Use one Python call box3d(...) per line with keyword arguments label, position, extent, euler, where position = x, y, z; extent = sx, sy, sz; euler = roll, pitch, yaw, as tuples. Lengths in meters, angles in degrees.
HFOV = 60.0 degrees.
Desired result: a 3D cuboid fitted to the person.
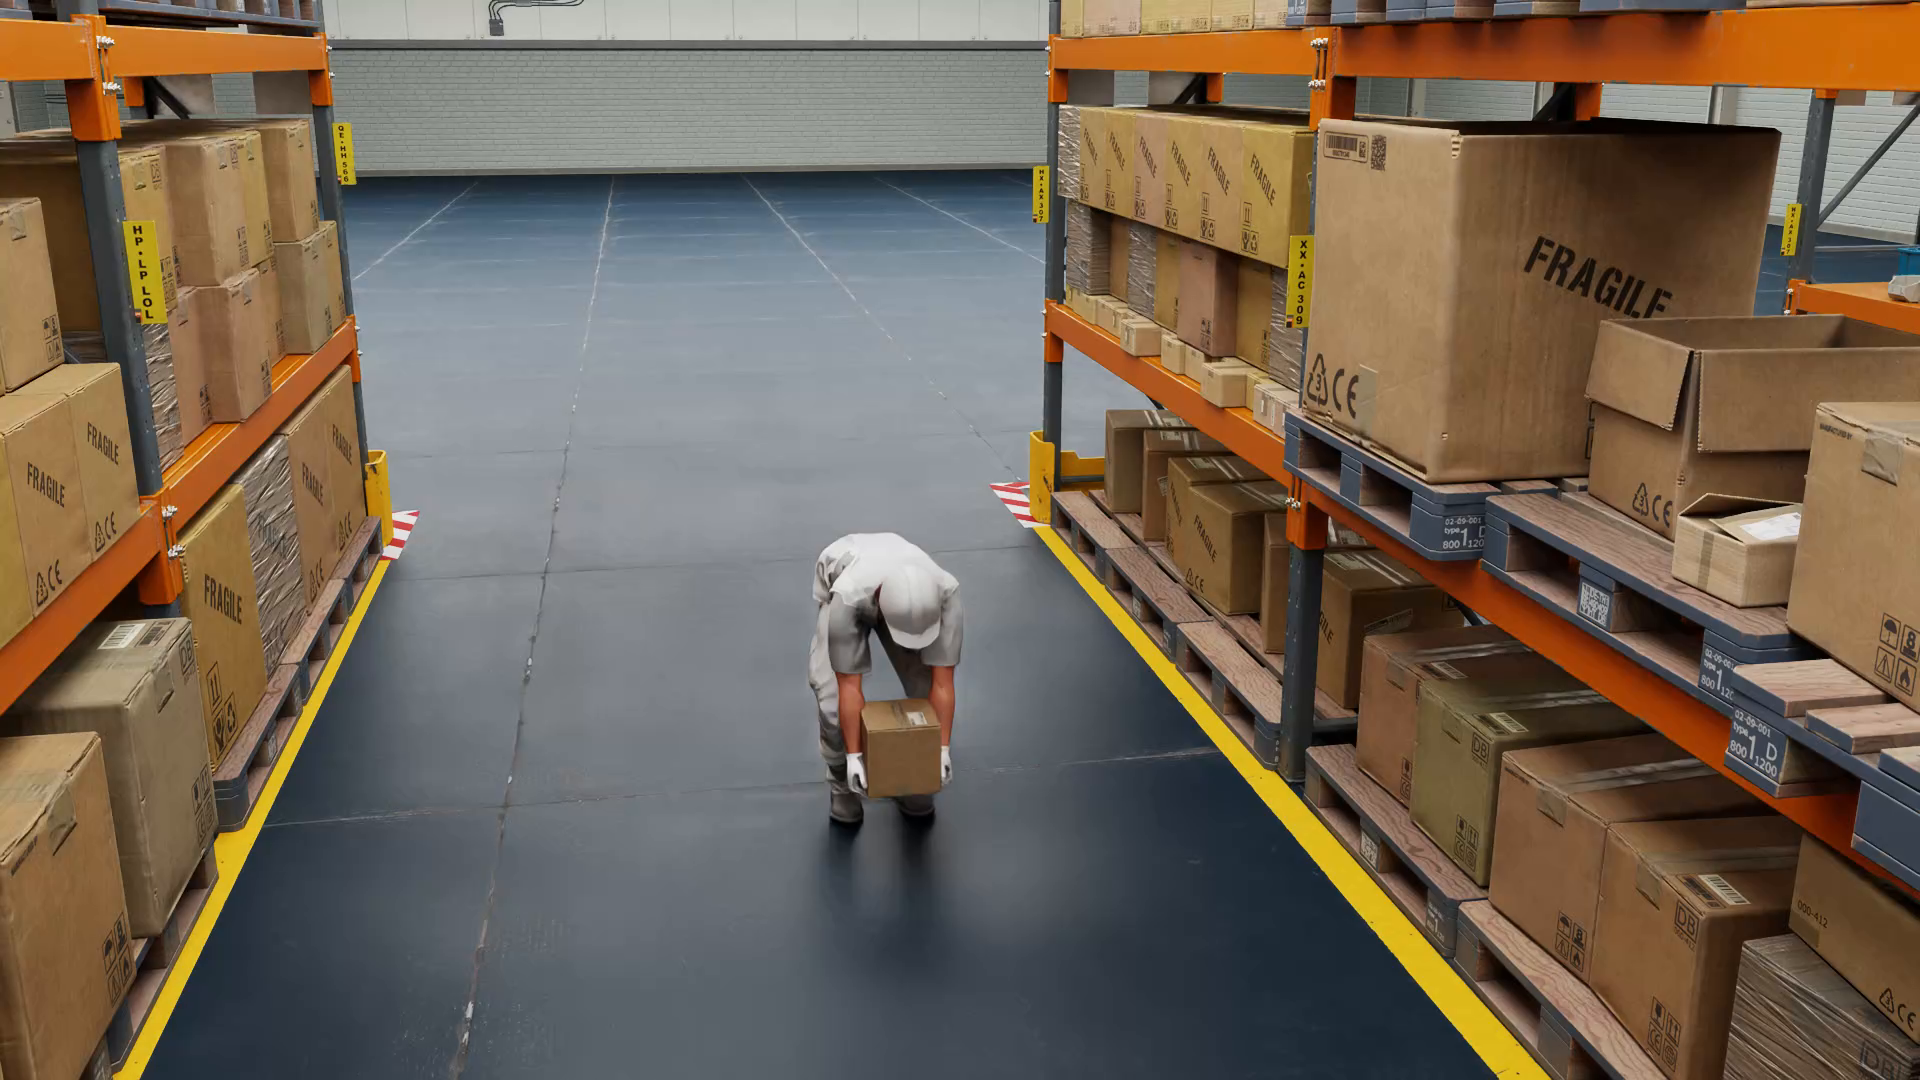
box3d(label="person", position=(-0.257, 0.520, 5.906), extent=(0.524, 1.112, 0.954), euler=(-4, 17, -13))
